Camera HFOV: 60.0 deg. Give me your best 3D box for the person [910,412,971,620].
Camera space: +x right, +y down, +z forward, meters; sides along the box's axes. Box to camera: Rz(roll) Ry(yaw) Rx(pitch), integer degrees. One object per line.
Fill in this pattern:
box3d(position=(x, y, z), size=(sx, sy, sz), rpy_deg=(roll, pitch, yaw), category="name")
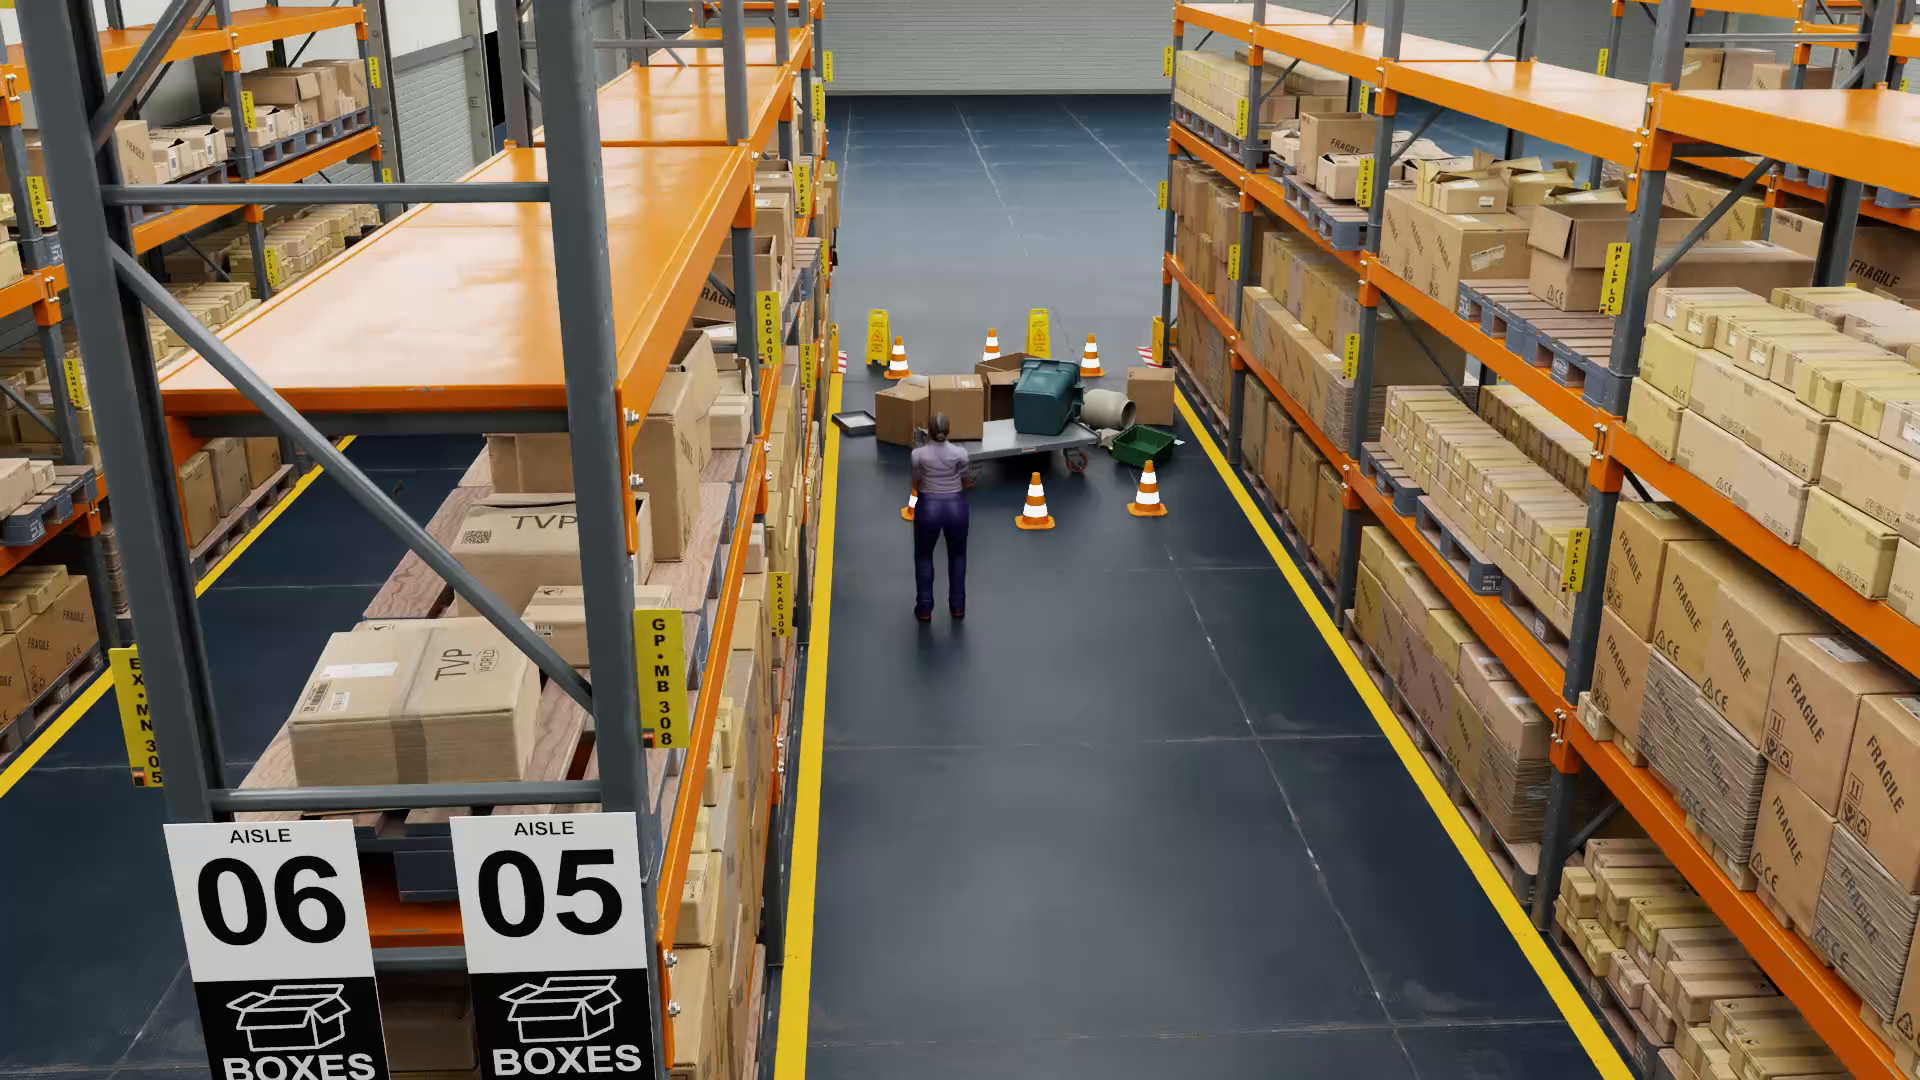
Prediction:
box3d(position=(-0.151, -0.212, 12.500), size=(0.453, 1.636, 0.524), rpy_deg=(-2, 21, -4), category="person")
